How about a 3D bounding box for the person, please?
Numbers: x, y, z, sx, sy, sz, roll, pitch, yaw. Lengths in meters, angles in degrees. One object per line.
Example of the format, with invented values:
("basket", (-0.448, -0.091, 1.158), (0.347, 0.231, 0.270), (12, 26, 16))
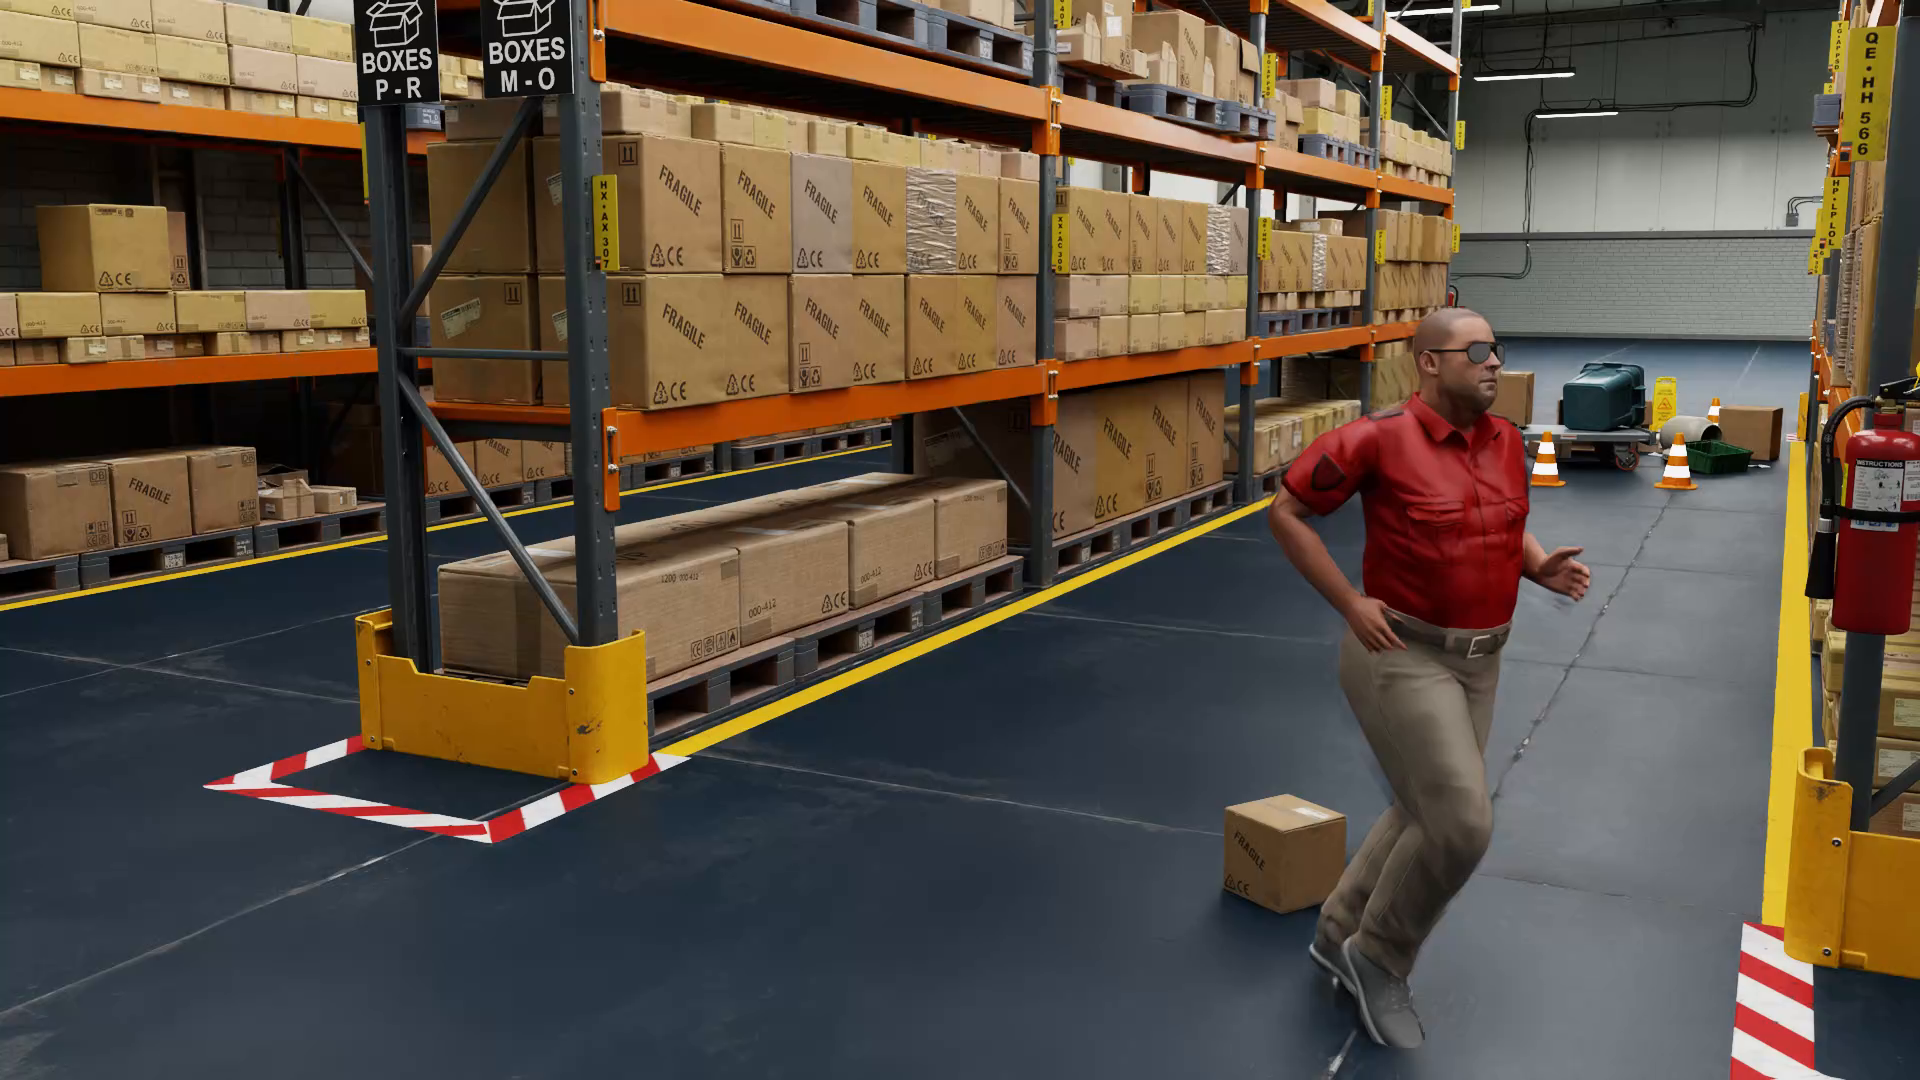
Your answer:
("person", (1.138, 0.347, 3.934), (0.660, 1.772, 0.651), (-6, 11, -31))
